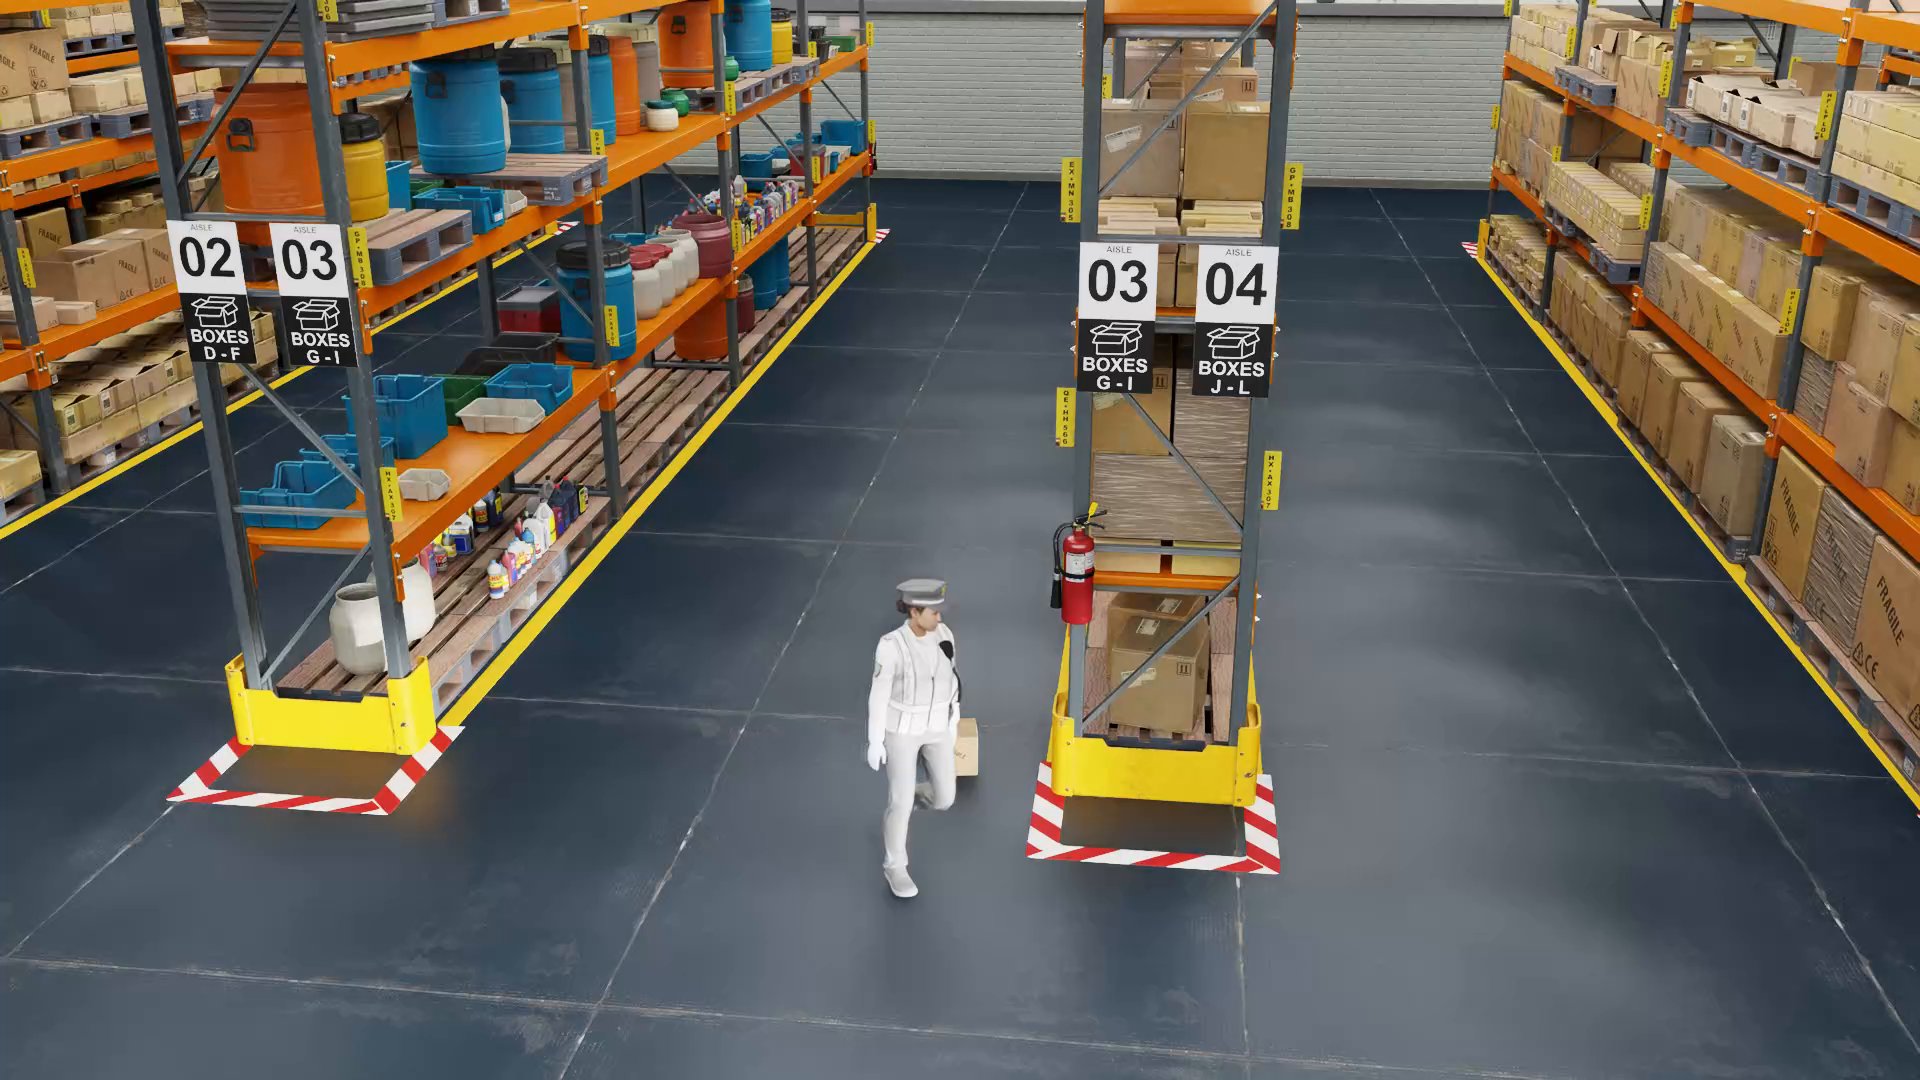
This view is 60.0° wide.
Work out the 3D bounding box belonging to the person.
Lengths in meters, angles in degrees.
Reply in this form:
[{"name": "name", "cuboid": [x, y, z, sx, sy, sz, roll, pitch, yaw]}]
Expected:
[{"name": "person", "cuboid": [-0.250, 0.967, 8.551, 0.536, 1.647, 0.553, -12, 24, -28]}]
